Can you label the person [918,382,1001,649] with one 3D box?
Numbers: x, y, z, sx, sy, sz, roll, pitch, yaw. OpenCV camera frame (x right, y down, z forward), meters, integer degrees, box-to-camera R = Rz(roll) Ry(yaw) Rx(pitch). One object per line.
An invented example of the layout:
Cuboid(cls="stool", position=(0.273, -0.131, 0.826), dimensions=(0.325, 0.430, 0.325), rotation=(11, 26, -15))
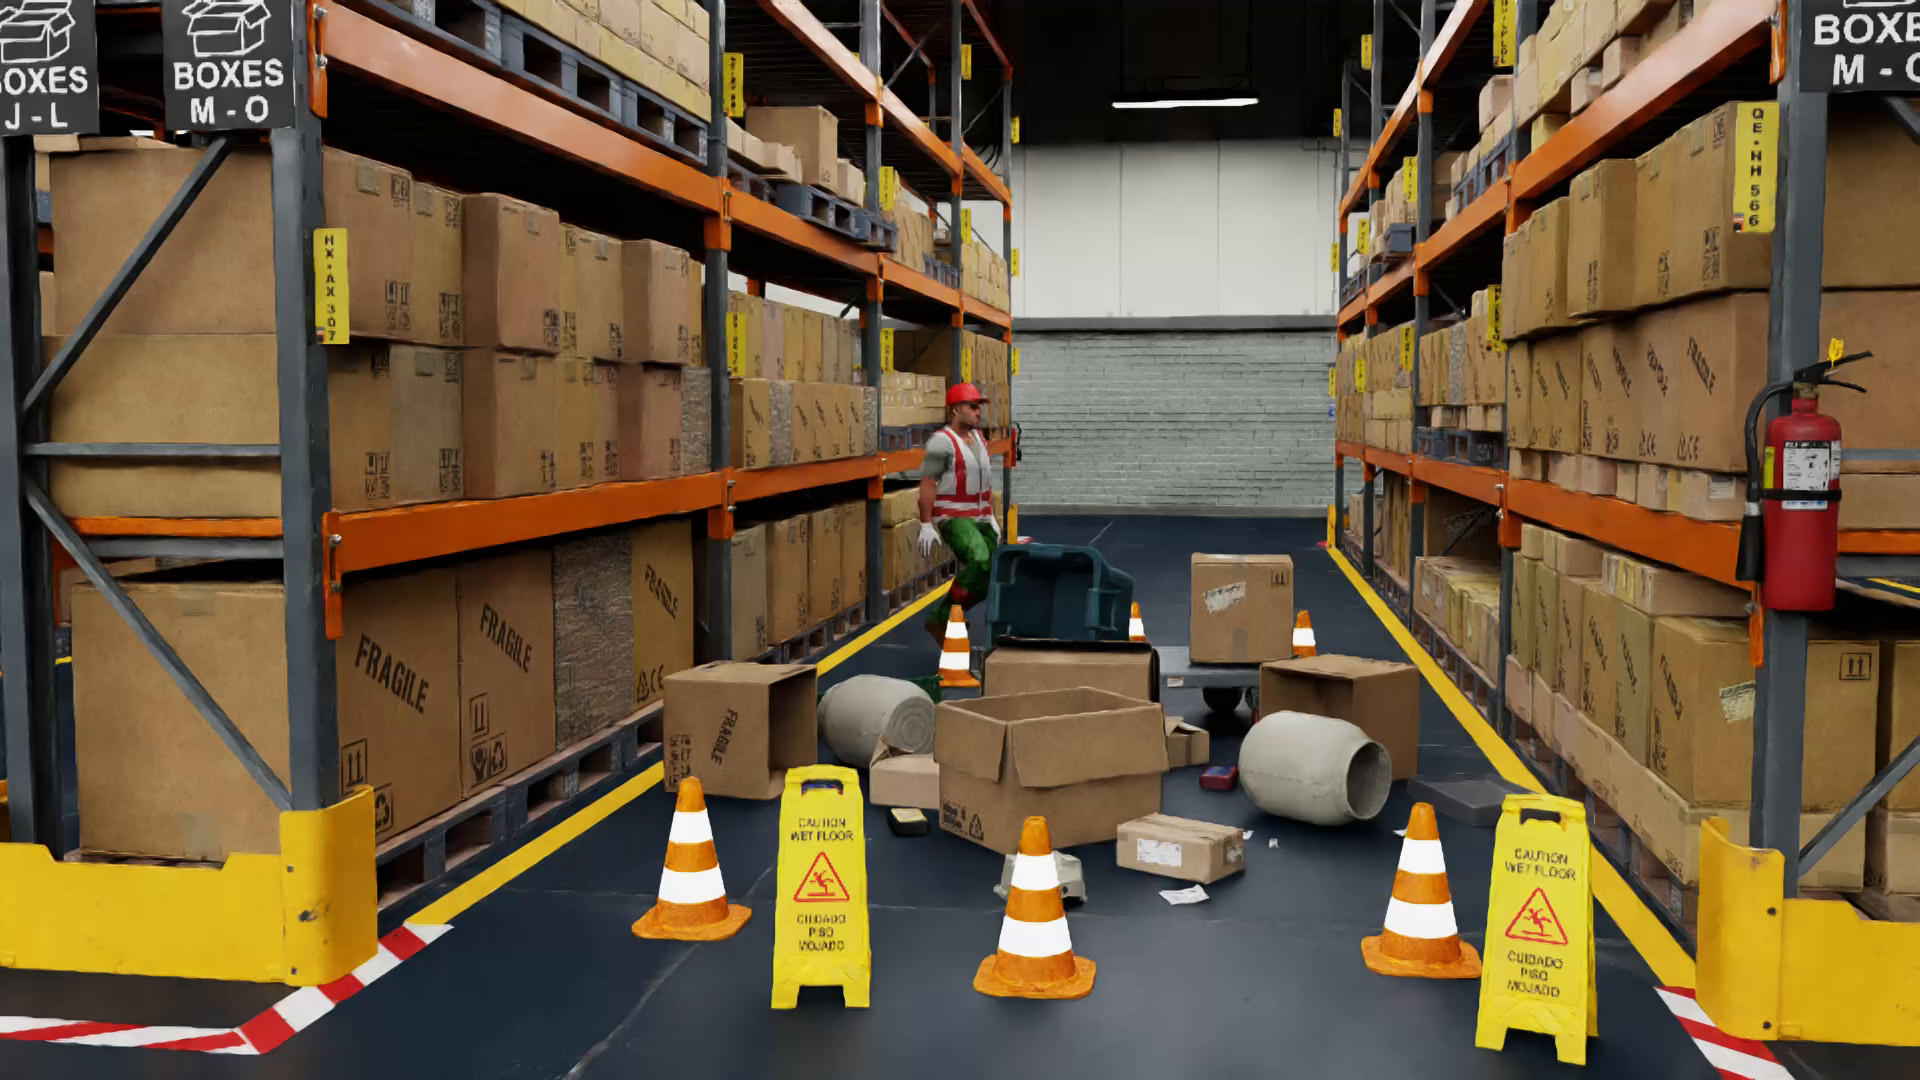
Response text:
Cuboid(cls="person", position=(-0.013, -0.115, 10.318), dimensions=(0.744, 1.721, 0.655), rotation=(3, 5, 36))
